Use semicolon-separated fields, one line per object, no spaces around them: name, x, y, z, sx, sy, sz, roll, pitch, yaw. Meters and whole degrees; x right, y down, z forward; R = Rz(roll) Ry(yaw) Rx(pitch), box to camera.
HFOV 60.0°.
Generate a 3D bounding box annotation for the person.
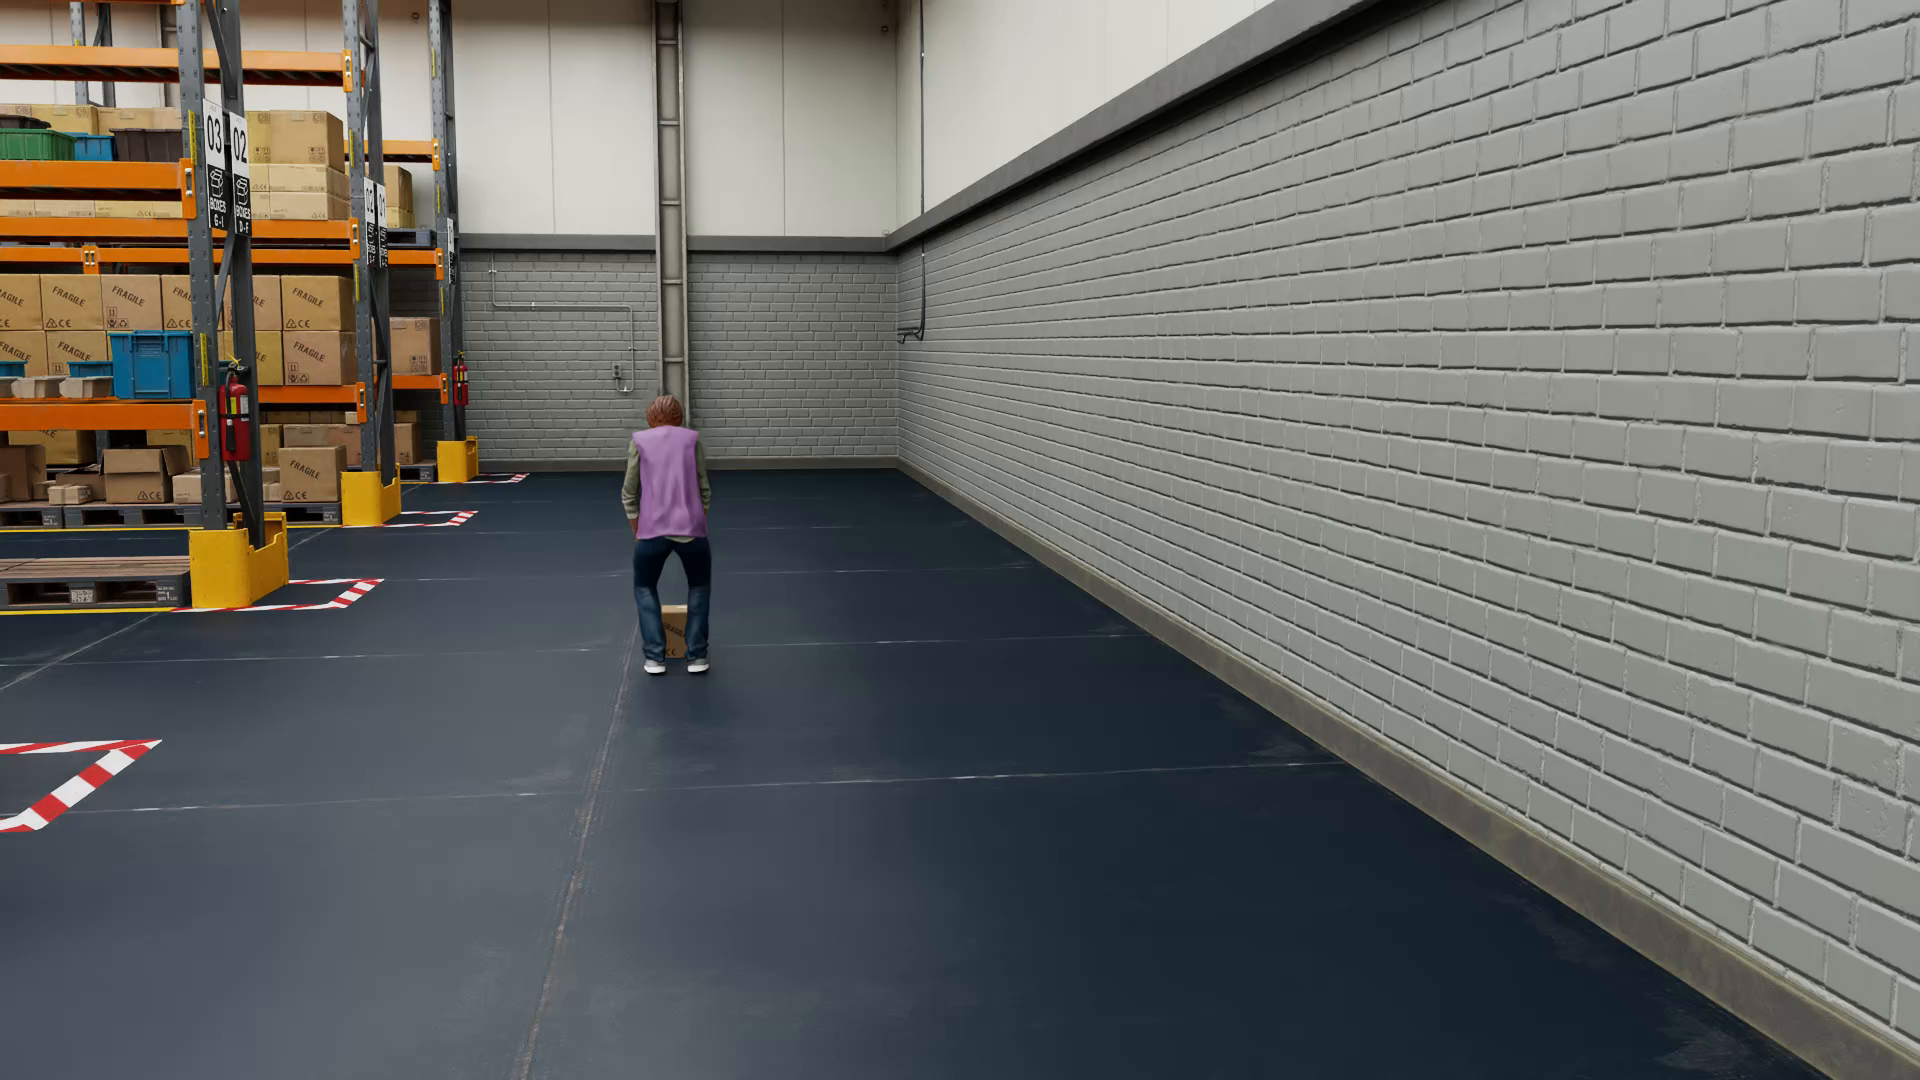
person;-1.504;-0.018;8.535;0.456;1.408;0.560;-1;7;-8
